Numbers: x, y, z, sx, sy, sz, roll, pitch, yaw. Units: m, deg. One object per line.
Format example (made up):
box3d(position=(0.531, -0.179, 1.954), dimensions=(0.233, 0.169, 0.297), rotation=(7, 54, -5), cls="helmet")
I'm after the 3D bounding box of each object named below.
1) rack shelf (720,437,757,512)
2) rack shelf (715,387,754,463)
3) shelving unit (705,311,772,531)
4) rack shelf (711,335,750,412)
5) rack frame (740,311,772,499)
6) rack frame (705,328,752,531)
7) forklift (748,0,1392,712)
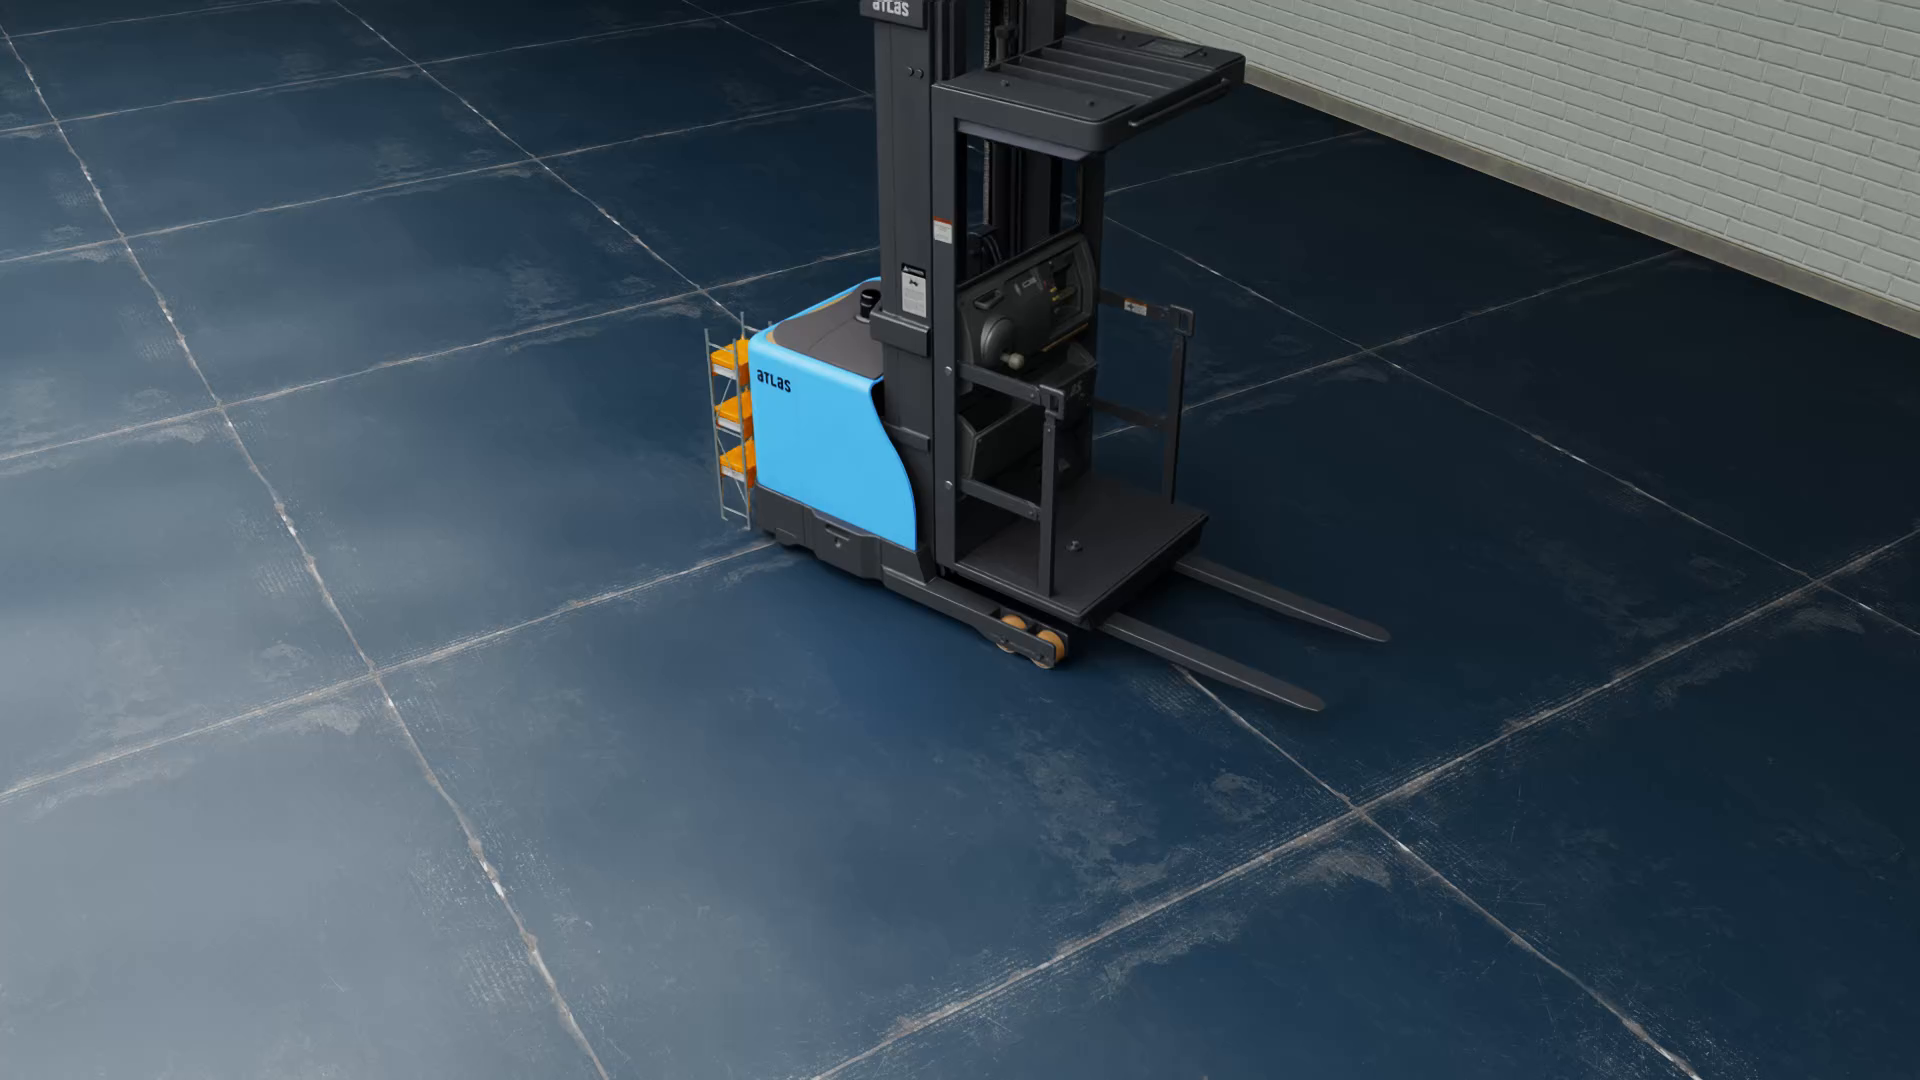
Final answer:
box3d(position=(-1.053, -0.332, 8.333), dimensions=(0.215, 0.259, 0.240), rotation=(22, 38, 31), cls="rack shelf")
box3d(position=(-1.053, -0.567, 8.185), dimensions=(0.215, 0.259, 0.240), rotation=(22, 38, 31), cls="rack shelf")
box3d(position=(-1.053, -0.576, 8.179), dimensions=(0.215, 1.050, 0.252), rotation=(22, 38, 31), cls="shelving unit")
box3d(position=(-1.053, -0.807, 8.034), dimensions=(0.215, 0.259, 0.240), rotation=(22, 38, 31), cls="rack shelf")
box3d(position=(-0.979, -0.628, 8.262), dimensions=(0.200, 1.050, 0.008), rotation=(22, 38, 31), cls="rack frame")
box3d(position=(-1.126, -0.524, 8.097), dimensions=(0.200, 1.050, 0.008), rotation=(22, 38, 31), cls="rack frame")
box3d(position=(0.467, -0.993, 7.077), dimensions=(3.031, 2.935, 1.130), rotation=(23, 39, 31), cls="forklift")
